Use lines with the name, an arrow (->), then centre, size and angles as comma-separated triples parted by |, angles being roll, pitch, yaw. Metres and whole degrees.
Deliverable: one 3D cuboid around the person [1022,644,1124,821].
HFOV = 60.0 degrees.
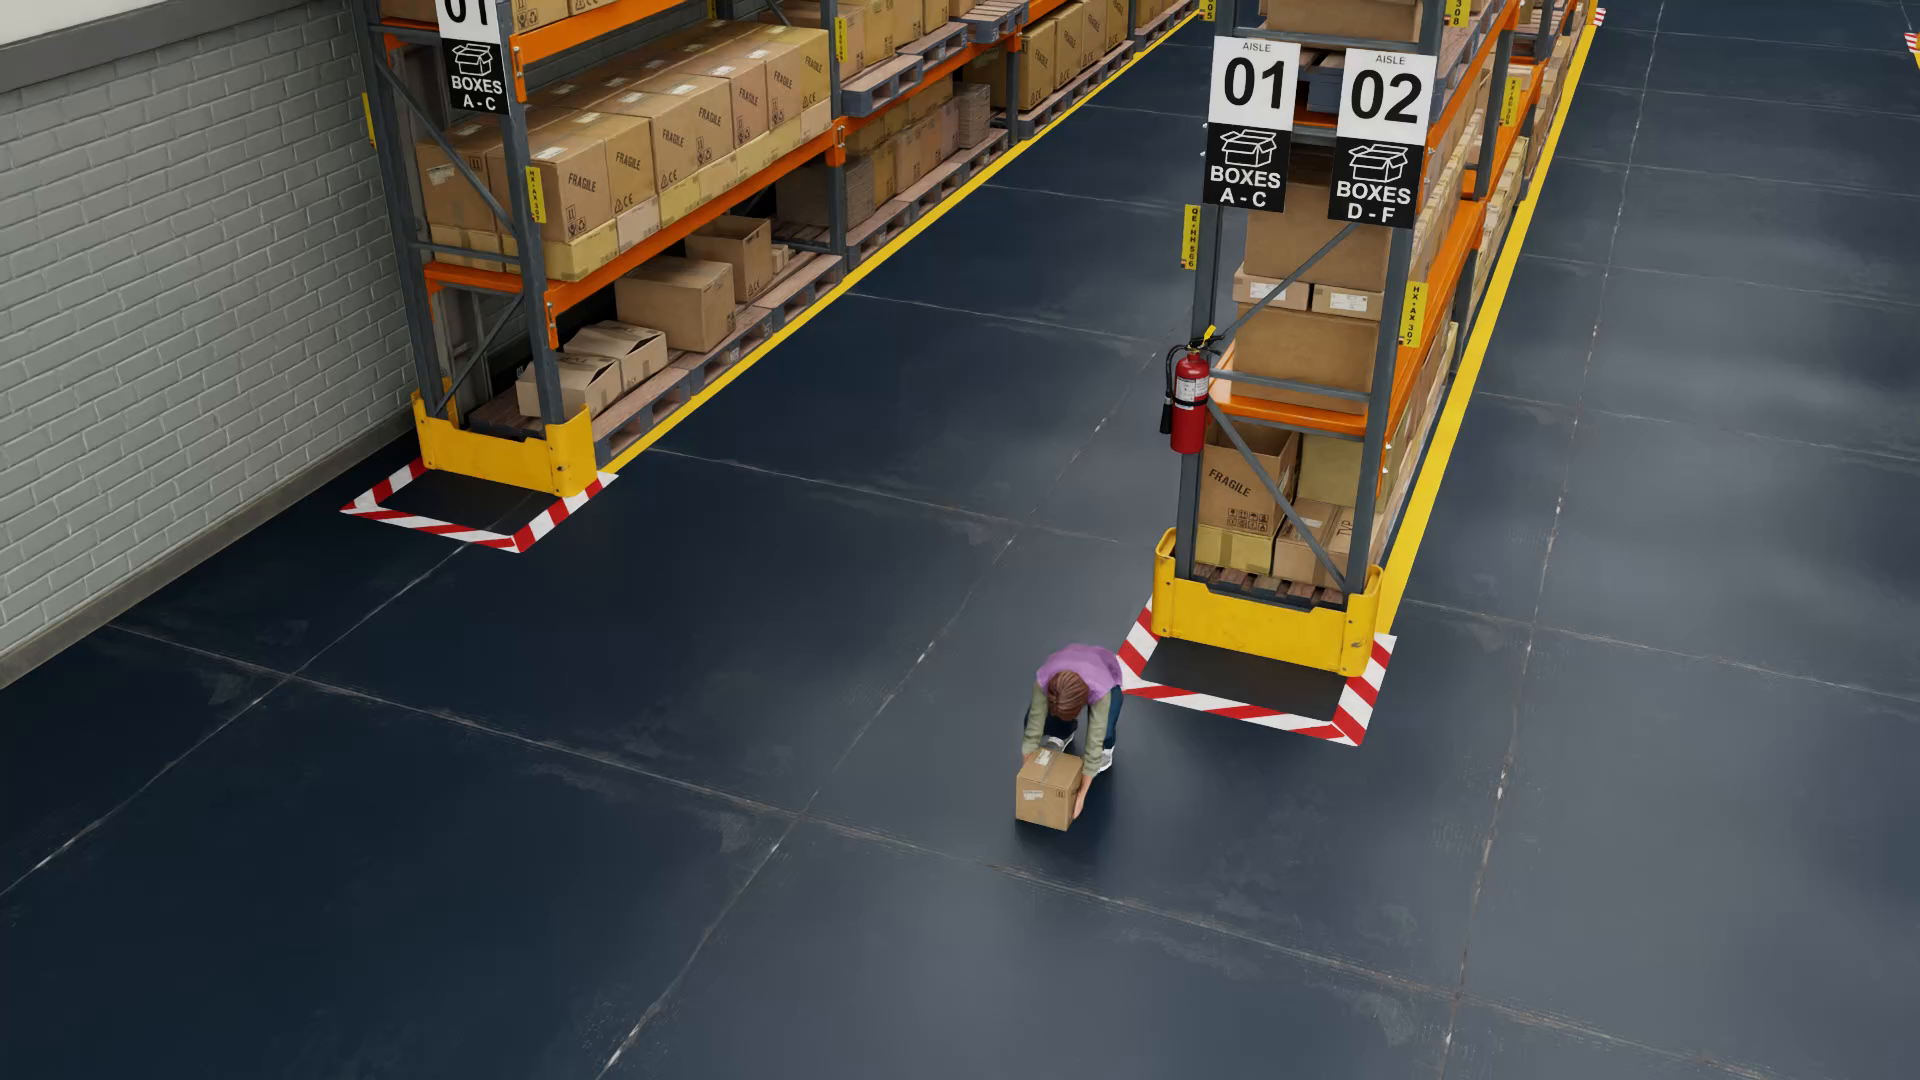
person -> 0.546, 0.797, 7.884 | 0.437, 0.765, 0.808 | 12, 32, 19
